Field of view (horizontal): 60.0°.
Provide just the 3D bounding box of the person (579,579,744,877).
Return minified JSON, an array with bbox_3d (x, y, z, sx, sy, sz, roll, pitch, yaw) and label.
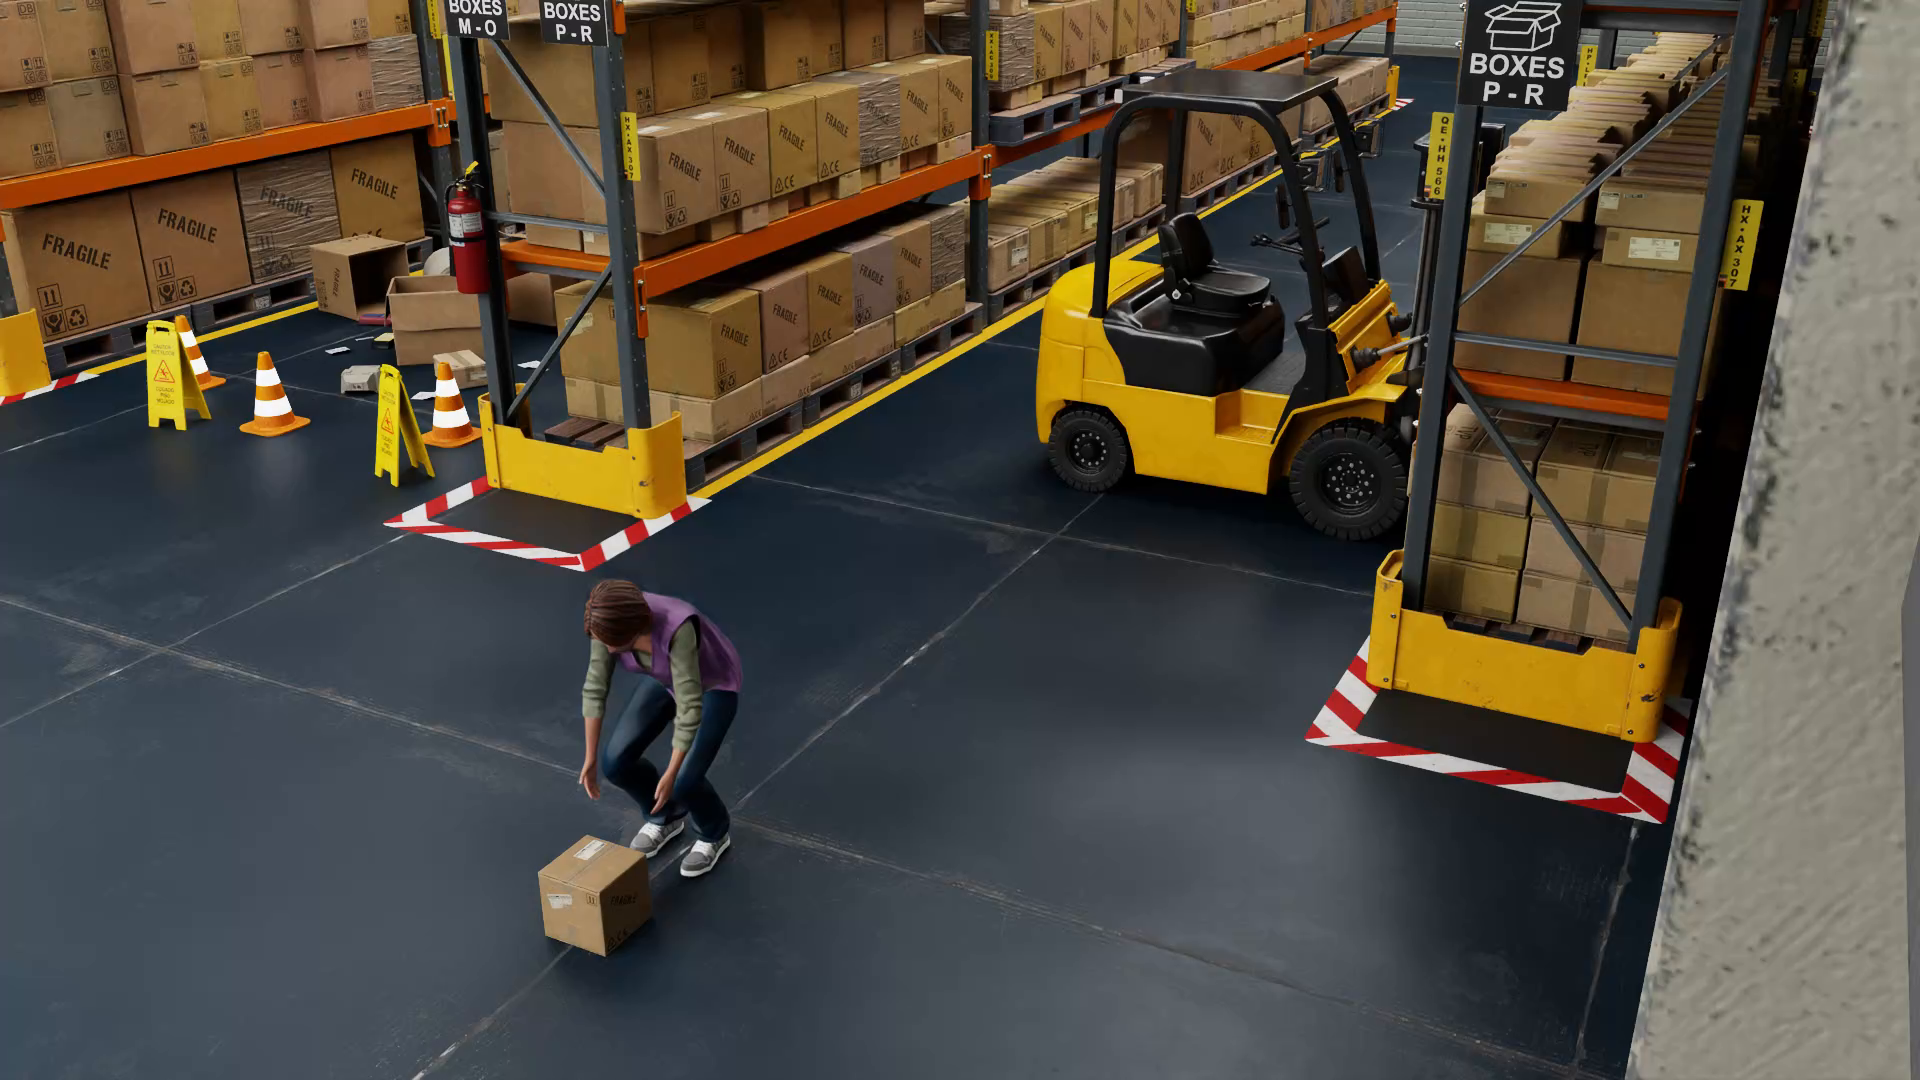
[{"bbox_3d":[-0.995,0.599,5.648,0.446,1.171,0.714,11,26,25],"label":"person"}]
